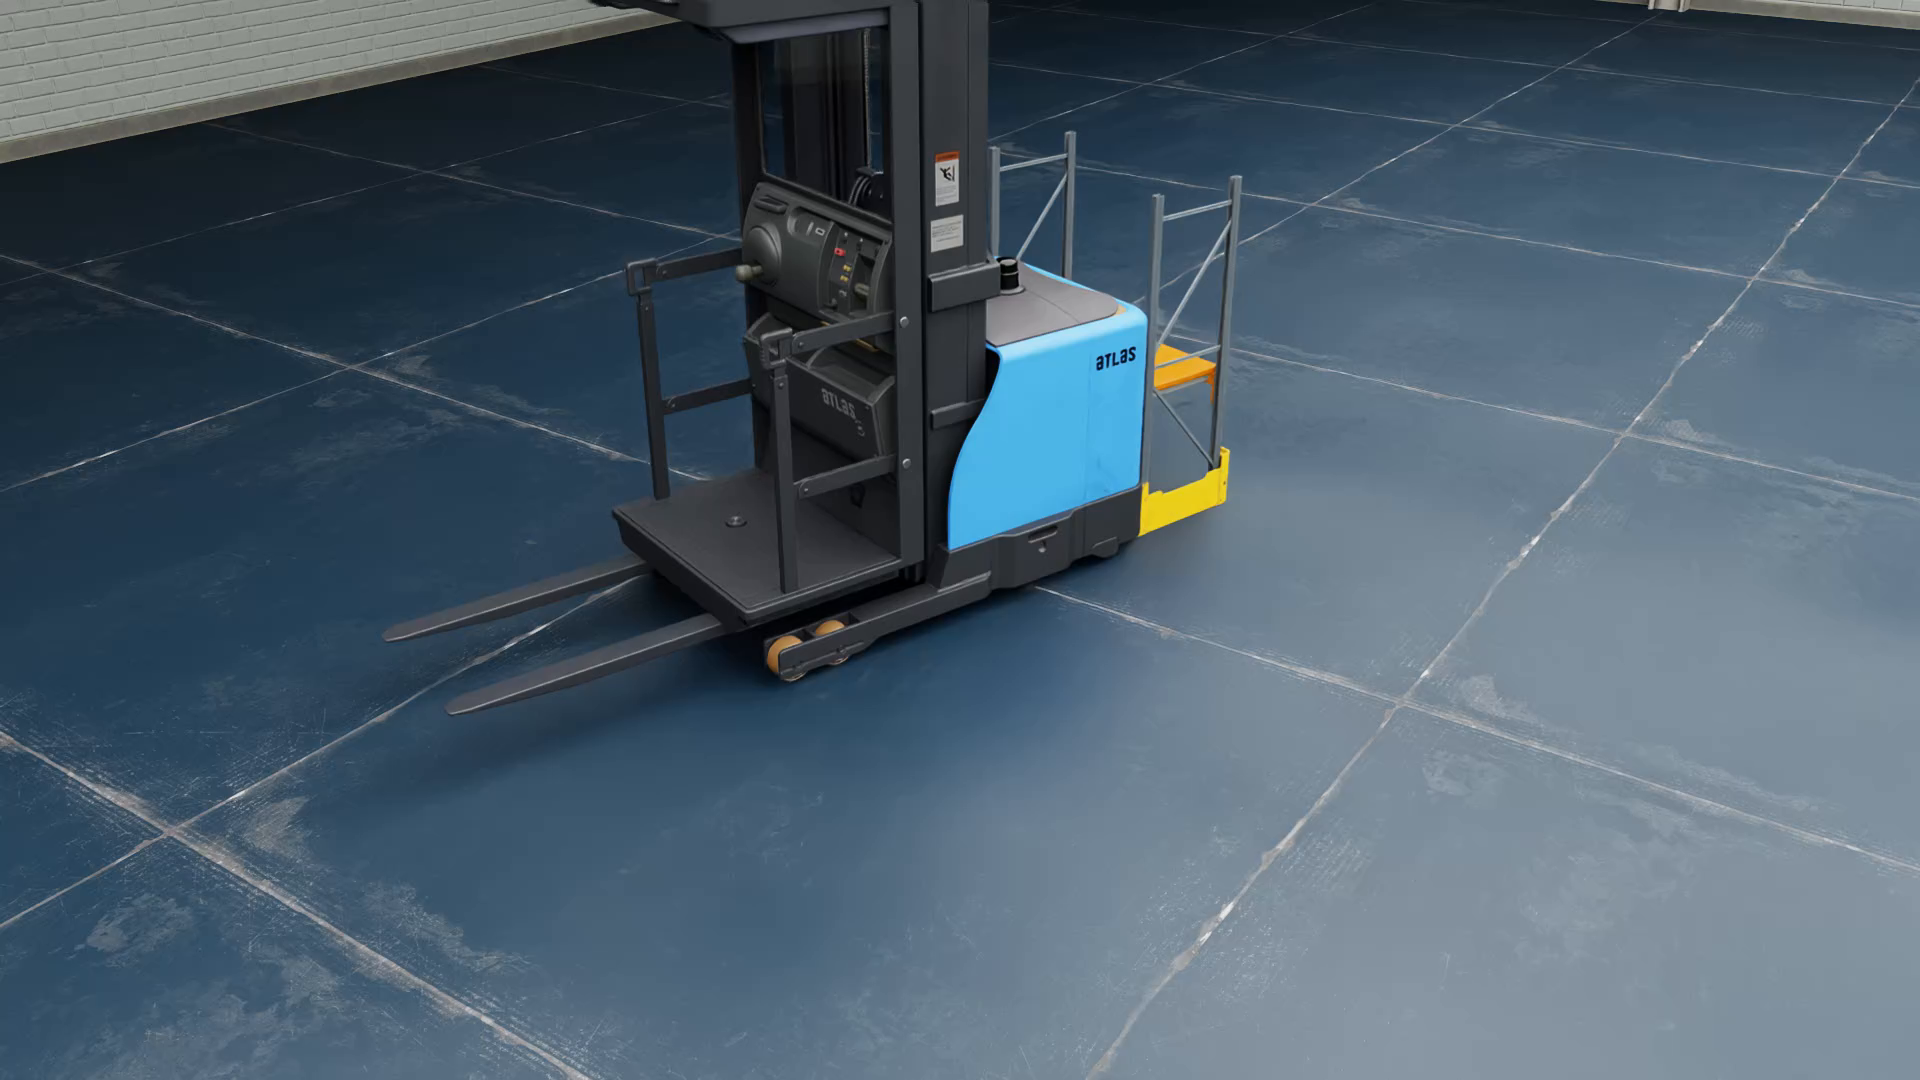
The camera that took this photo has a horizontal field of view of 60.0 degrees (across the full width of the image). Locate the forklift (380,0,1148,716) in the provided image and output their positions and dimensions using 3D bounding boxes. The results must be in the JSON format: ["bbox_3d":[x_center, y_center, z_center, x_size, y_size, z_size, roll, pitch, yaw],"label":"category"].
[{"bbox_3d":[-0.709,-1.051,6.083,3.031,2.935,1.130,-19,32,-32],"label":"forklift"}]

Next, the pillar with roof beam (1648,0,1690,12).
[{"bbox_3d":[5.863,-8.625,14.277,0.400,9.000,9.100,17,32,30],"label":"pillar with roof beam"}]

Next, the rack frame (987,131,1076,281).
[{"bbox_3d":[0.328,-1.134,7.825,0.500,1.500,0.032,-20,33,-34],"label":"rack frame"}]

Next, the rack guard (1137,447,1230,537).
[{"bbox_3d":[0.968,-0.220,7.406,0.587,0.250,0.087,-20,33,-34],"label":"rack guard"}]

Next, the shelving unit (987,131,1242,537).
[{"bbox_3d":[0.654,-0.952,7.467,0.587,1.500,1.083,-20,33,-34],"label":"shelving unit"}]

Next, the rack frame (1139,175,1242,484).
[{"bbox_3d":[0.969,-0.776,7.122,0.500,1.500,0.032,-20,33,-34],"label":"rack frame"}]

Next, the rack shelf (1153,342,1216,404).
[{"bbox_3d":[0.649,-0.795,7.555,0.538,0.185,1.000,-20,33,-34],"label":"rack shelf"}]
